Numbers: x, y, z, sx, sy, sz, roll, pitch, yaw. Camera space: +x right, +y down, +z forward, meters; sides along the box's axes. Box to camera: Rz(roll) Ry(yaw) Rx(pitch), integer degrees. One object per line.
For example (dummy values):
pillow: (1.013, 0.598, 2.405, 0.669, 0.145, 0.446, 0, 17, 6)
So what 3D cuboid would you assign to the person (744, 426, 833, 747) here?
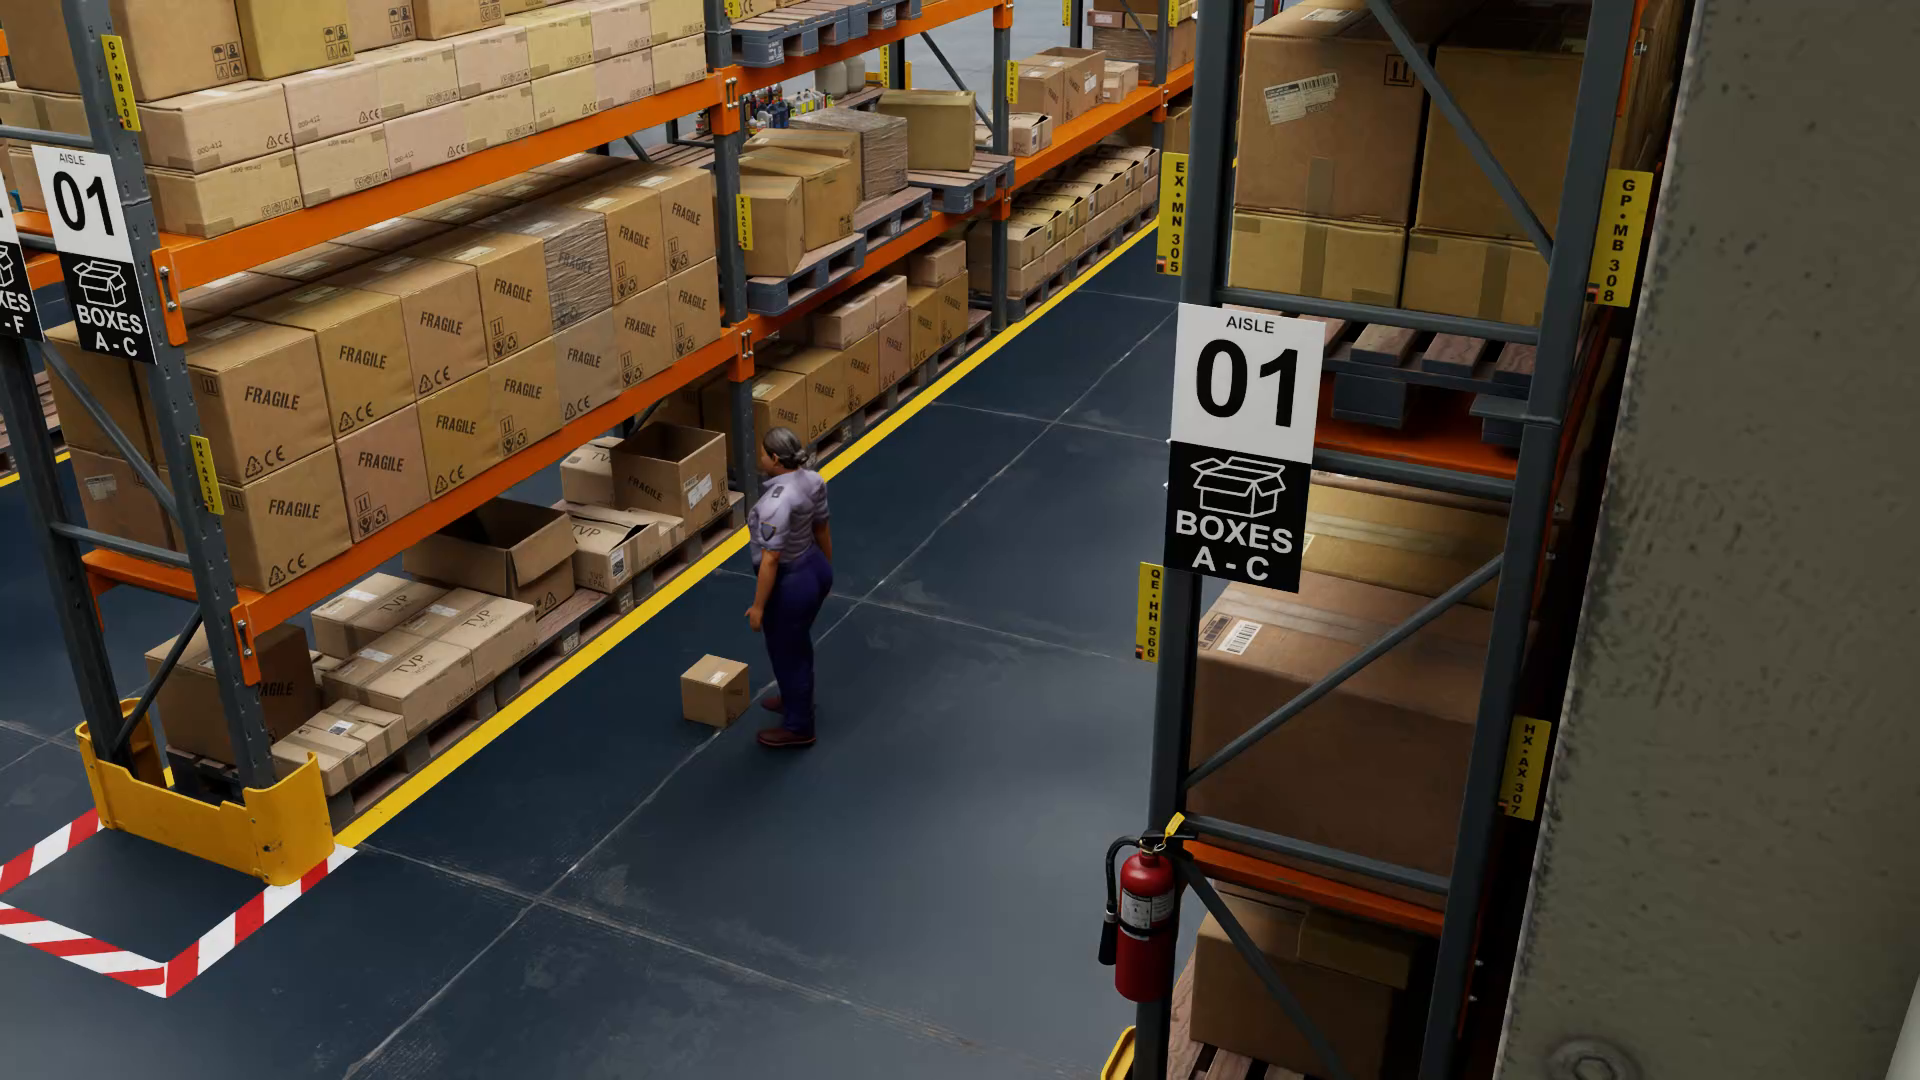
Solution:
person: (-0.878, 0.237, 8.026, 0.475, 1.678, 0.541, 9, 28, 17)
